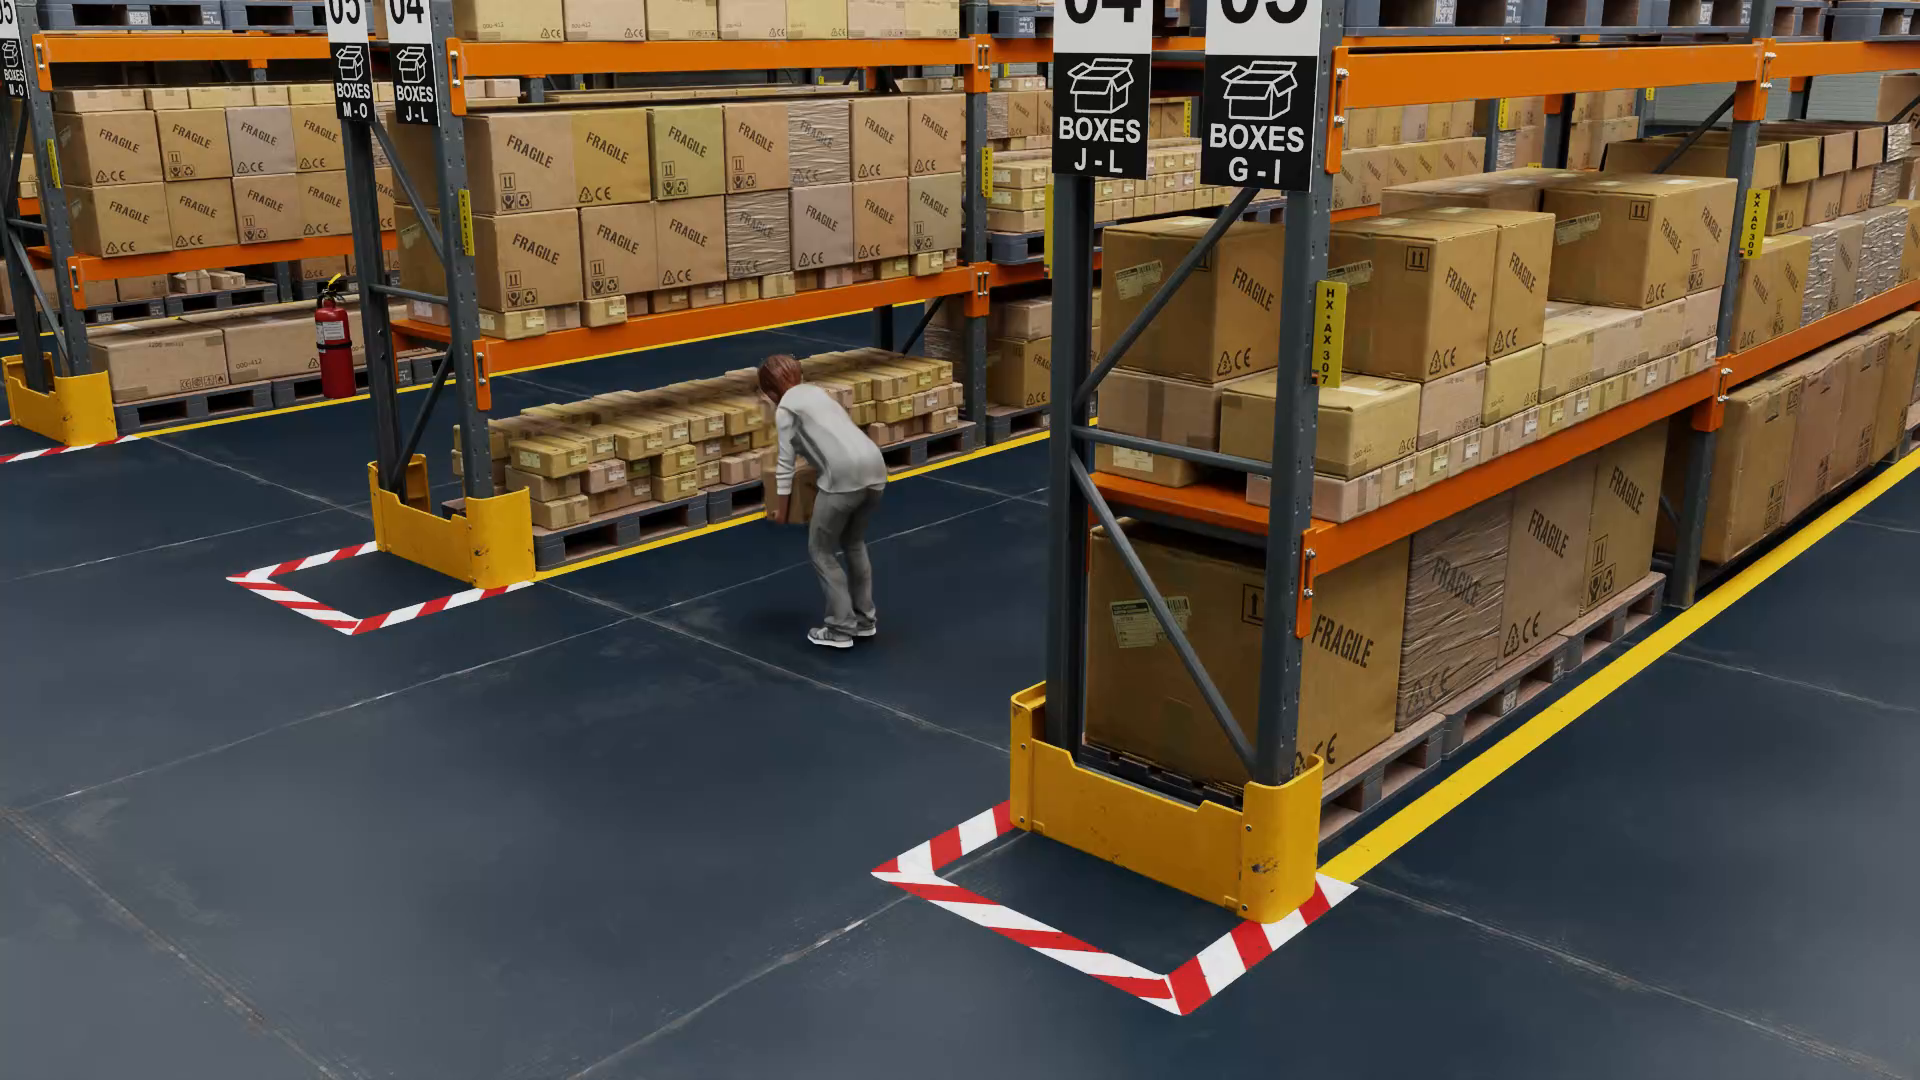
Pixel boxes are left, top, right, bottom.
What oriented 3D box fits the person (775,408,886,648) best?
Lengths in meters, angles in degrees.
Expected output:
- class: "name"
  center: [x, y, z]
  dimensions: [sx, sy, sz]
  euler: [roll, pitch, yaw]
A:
- class: "person"
  center: [-0.601, -0.100, 8.042]
  dimensions: [0.511, 1.213, 0.373]
  euler: [14, 22, 38]
